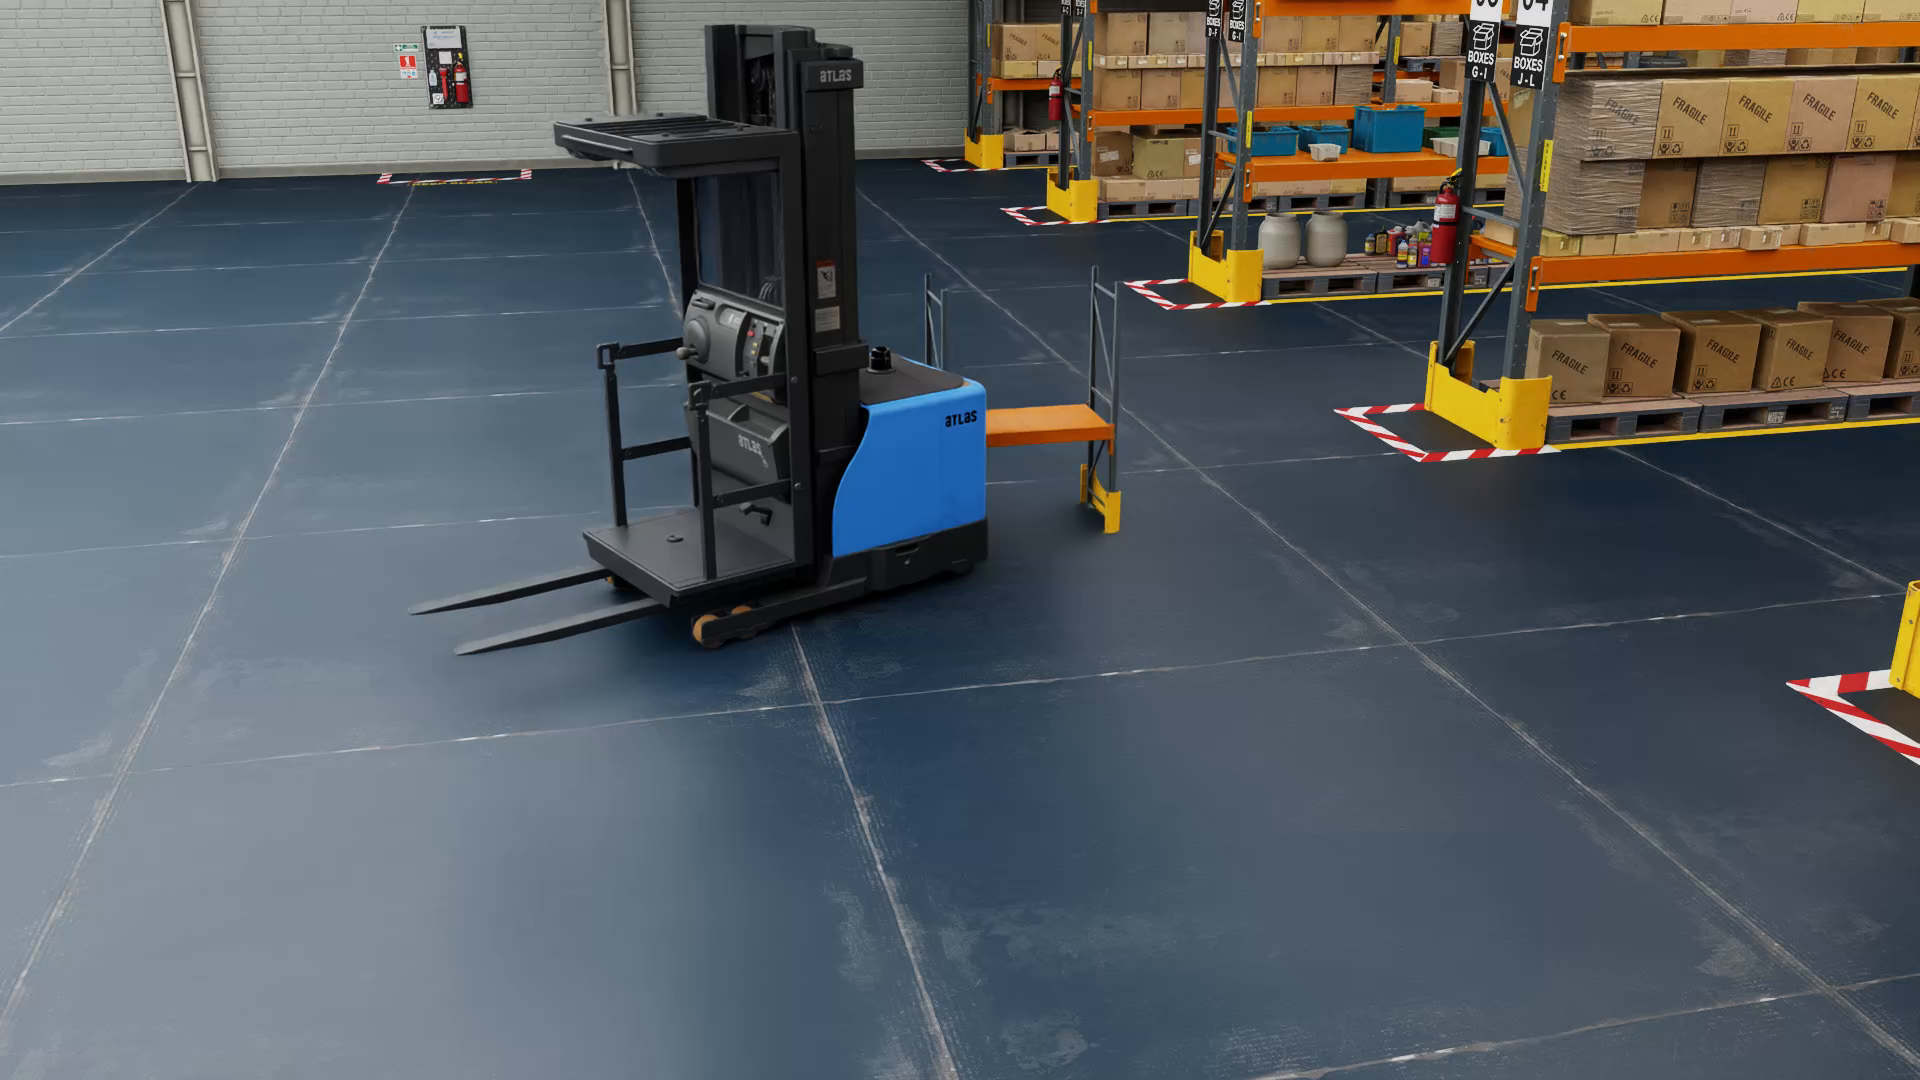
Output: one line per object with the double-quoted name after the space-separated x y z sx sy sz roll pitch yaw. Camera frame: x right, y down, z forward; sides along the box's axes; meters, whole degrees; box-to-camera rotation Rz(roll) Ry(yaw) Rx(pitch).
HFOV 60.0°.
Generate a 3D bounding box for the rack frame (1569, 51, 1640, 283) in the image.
6.464 -4.202 16.924 0.127 3.000 1.000 -5 21 -12 "rack frame"

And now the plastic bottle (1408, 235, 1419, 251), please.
4.691 -3.051 17.212 0.097 0.201 0.097 0 20 0 "plastic bottle"

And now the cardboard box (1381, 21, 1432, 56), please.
7.084 -7.994 26.492 0.500 0.500 0.700 -7 21 -18 "cardboard box"

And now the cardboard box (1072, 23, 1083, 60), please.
1.813 -7.504 25.038 0.500 0.500 0.500 -5 21 -14 "cardboard box"

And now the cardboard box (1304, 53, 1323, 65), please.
4.362 -6.057 20.899 0.250 0.149 0.380 -5 21 -13 "cardboard box"

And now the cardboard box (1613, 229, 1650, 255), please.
4.538 -2.080 11.497 0.250 0.149 0.380 -5 21 -12 "cardboard box"

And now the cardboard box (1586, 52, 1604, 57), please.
10.109 -8.104 26.971 0.500 0.500 0.500 -4 21 -11 "cardboard box"

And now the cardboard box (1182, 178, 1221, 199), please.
2.981 -4.498 21.119 0.500 0.250 0.500 -5 21 -12 "cardboard box"

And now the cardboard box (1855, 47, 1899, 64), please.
12.601 -6.775 23.192 0.500 0.500 0.700 -13 24 -31 "cardboard box"

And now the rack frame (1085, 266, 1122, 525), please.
0.856 -0.847 9.947 0.032 1.500 0.500 -4 21 -12 "rack frame"

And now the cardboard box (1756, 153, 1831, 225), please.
5.698 -2.589 11.942 0.500 0.500 0.875 -5 21 -12 "cardboard box"

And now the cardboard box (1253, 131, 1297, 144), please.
3.952 -4.932 21.214 0.500 0.500 0.500 -5 21 -12 "cardboard box"

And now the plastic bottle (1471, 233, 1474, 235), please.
5.219 -2.969 16.867 0.133 0.283 0.061 -5 21 -12 "plastic bottle"

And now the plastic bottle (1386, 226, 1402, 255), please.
4.510 -3.116 17.279 0.135 0.276 0.152 -4 21 -12 "plastic bottle"

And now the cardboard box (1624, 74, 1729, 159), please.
4.797 -2.873 11.264 0.500 0.500 0.500 -5 21 -12 "cardboard box"

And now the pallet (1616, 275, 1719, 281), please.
7.220 -2.967 17.608 1.213 0.211 1.003 -5 21 -12 "pallet"

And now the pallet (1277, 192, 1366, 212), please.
4.545 -4.502 21.797 1.213 0.211 1.003 -5 21 -12 "pallet"

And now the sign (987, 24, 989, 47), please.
0.417 -7.426 24.467 0.005 0.325 0.100 -5 21 -12 "sign"

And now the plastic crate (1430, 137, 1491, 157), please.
4.942 -3.864 16.387 0.437 0.136 0.530 -5 21 -12 "plastic crate"

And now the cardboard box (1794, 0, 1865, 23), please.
5.729 -3.640 11.249 0.500 0.250 0.500 -4 21 -11 "cardboard box"

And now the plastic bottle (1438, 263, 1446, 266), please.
4.839 -2.885 16.656 0.097 0.271 0.097 0 20 0 "plastic bottle"

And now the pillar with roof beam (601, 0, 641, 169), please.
-4.074 -8.447 19.792 0.400 9.000 9.100 -5 21 -12 "pillar with roof beam"

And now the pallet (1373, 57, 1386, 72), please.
6.160 -7.574 26.409 1.213 0.211 1.003 -5 21 -12 "pallet"

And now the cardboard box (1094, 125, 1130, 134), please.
2.266 -6.345 25.770 0.500 0.500 0.700 -6 21 -16 "cardboard box"

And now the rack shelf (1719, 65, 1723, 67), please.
13.916 -7.971 28.261 4.000 0.370 1.077 -5 21 -12 "rack shelf"

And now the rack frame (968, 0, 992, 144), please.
0.292 -7.201 25.112 0.127 3.000 1.000 -5 21 -12 "rack frame"

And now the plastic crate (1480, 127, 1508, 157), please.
5.450 -3.953 16.462 0.616 0.251 0.499 -5 21 -12 "plastic crate"

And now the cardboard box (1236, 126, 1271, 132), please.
3.832 -5.107 21.692 0.500 0.500 0.500 -5 21 -12 "cardboard box"

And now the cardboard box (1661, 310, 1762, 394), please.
5.510 -1.396 12.289 0.500 0.500 0.500 -3 20 -7 "cardboard box"

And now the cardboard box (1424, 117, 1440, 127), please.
7.389 -6.793 26.992 0.500 0.500 0.700 -4 21 -12 "cardboard box"

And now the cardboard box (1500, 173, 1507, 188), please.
7.274 -4.837 22.045 0.500 0.250 0.500 -4 21 -11 "cardboard box"

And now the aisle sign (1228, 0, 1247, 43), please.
2.569 -5.002 15.329 0.004 0.787 0.394 -5 21 -12 "aisle sign"

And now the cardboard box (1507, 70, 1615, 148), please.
4.190 -3.009 11.638 0.500 0.500 0.500 -5 21 -12 "cardboard box"

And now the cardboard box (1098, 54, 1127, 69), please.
1.867 -5.854 20.346 0.250 0.149 0.380 -5 21 -13 "cardboard box"

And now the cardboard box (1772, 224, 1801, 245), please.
5.738 -2.202 11.831 0.250 0.149 0.380 -5 21 -12 "cardboard box"

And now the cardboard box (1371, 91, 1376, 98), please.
6.320 -7.078 26.681 0.500 0.250 0.500 -5 21 -13 "cardboard box"

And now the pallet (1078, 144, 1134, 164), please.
2.350 -6.046 26.012 1.213 0.211 1.003 -5 21 -12 "pallet"

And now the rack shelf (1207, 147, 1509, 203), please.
4.518 -3.705 16.615 4.000 0.370 1.077 -5 21 -12 "rack shelf"

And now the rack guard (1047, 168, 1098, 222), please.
1.412 -4.368 21.011 0.348 0.500 1.175 -5 21 -12 "rack guard"

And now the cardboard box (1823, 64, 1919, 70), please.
6.621 -3.209 12.183 0.500 0.500 0.500 -5 21 -12 "cardboard box"

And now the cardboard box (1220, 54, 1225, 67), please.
3.120 -5.956 20.626 0.250 0.149 0.380 -5 21 -13 "cardboard box"

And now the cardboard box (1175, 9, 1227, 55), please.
2.945 -6.320 20.675 0.500 0.500 0.700 -5 21 -12 "cardboard box"

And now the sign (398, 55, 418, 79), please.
-8.040 -6.896 24.227 0.234 0.329 0.001 -5 21 -12 "sign"

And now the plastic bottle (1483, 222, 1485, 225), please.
5.583 -3.239 17.508 0.185 0.351 0.144 -4 21 -11 "plastic bottle"

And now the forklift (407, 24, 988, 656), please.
-1.325 -1.040 8.392 3.031 2.935 1.130 -15 25 -34 "forklift"

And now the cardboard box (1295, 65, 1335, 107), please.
4.386 -5.826 21.212 0.500 0.500 0.700 -5 21 -13 "cardboard box"

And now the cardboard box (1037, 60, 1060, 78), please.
1.342 -7.118 25.075 0.500 0.250 0.500 -5 21 -14 "cardboard box"

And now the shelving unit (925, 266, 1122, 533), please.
0.369 -0.810 9.844 1.083 1.500 0.587 -4 21 -12 "shelving unit"

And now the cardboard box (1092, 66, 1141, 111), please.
1.893 -5.623 20.658 0.500 0.500 0.700 -5 21 -12 "cardboard box"

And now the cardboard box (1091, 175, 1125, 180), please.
1.889 -4.591 21.373 0.500 0.250 0.500 -5 21 -12 "cardboard box"

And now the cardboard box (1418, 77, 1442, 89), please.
6.141 -5.928 21.832 0.258 0.266 0.396 -5 21 -14 "cardboard box"
